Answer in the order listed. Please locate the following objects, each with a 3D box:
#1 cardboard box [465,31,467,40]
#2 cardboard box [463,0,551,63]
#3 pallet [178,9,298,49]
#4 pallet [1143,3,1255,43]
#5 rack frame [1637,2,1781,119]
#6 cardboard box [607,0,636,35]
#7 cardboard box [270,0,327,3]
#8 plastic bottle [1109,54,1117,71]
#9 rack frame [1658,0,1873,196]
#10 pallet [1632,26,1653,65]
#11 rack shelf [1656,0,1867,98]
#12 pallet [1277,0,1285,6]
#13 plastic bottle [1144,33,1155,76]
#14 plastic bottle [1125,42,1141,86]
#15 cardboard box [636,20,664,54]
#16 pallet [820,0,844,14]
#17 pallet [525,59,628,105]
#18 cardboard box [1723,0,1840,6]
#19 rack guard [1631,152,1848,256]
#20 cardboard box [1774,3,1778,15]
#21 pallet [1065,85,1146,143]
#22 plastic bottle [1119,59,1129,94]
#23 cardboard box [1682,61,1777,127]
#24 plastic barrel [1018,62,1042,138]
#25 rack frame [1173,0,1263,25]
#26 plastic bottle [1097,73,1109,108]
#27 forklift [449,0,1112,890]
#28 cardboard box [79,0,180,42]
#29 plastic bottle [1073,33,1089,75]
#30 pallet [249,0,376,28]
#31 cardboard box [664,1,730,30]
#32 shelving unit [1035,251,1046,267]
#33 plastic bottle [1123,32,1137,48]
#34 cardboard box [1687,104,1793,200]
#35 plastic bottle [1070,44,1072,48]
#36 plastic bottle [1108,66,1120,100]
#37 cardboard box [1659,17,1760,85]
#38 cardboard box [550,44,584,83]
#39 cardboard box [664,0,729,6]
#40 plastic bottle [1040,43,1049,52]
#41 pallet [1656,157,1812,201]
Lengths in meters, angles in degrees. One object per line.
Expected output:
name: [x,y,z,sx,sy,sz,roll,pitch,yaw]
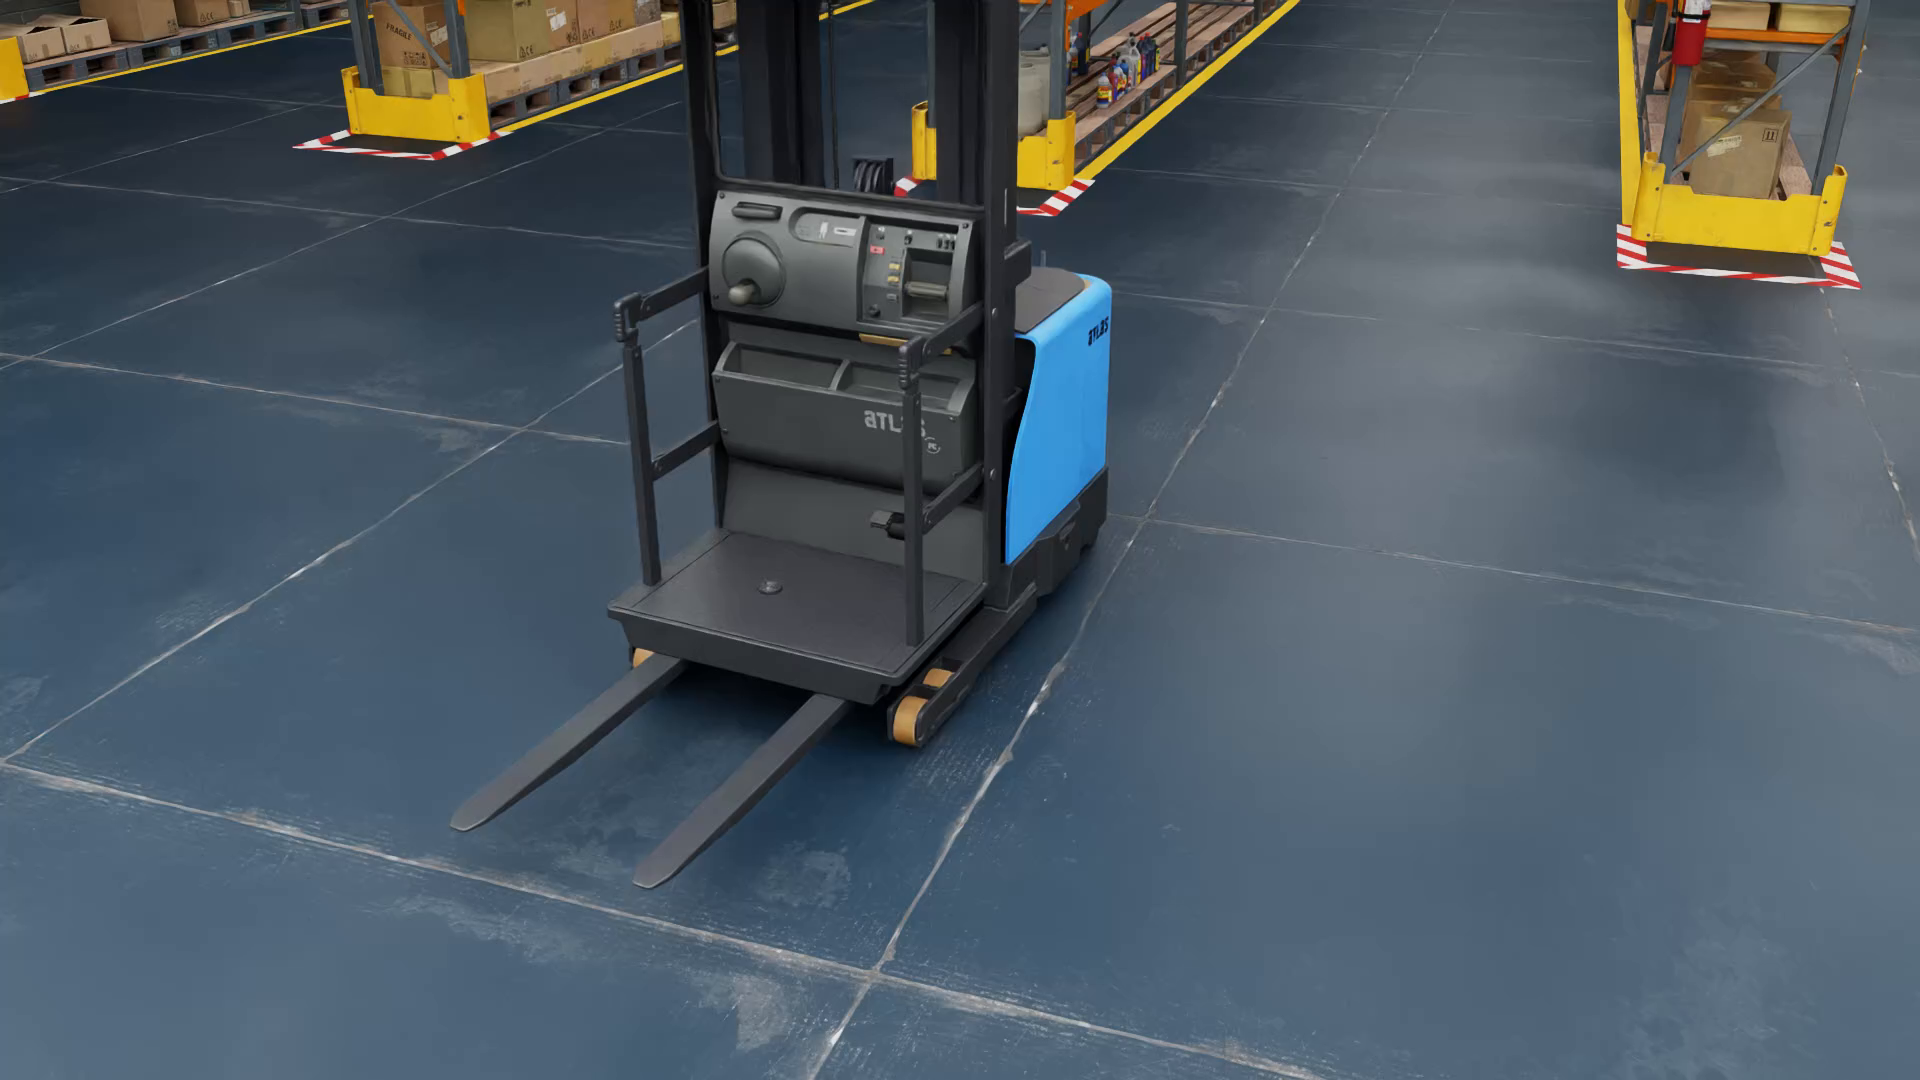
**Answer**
cardboard box: [-4.194,-4.652,14.729,0.500,0.500,0.500,9,27,17]
cardboard box: [-3.858,-4.369,14.145,0.500,0.500,0.500,9,27,17]
pallet: [-7.942,-5.511,17.890,1.003,0.211,1.213,9,27,17]
pallet: [2.627,-5.686,18.252,1.003,0.211,1.213,9,27,17]
rack frame: [6.261,-4.892,13.412,1.000,3.000,0.127,9,27,17]
cardboard box: [-3.368,-4.987,15.421,0.500,0.500,0.500,9,27,17]
cardboard box: [-7.523,-6.425,18.941,0.700,0.500,0.500,10,27,19]
plastic bottle: [1.318,-4.017,14.216,0.061,0.283,0.133,9,27,17]
rack frame: [4.930,-3.248,10.017,1.000,3.000,0.127,9,27,17]
pallet: [7.331,-4.960,16.752,1.003,0.211,1.213,9,27,17]
rack shelf: [5.595,-3.747,11.871,1.077,0.370,4.000,9,27,17]
pallet: [3.552,-6.829,20.612,1.003,0.211,1.213,9,27,17]
plastic bottle: [1.648,-4.310,14.744,0.144,0.351,0.185,8,27,16]
plastic bottle: [1.477,-4.098,14.307,0.144,0.351,0.185,9,27,17]
cardboard box: [-3.203,-4.855,16.010,0.500,0.250,0.500,9,27,17]
pallet: [-2.059,-6.386,19.698,1.003,0.211,1.213,9,27,17]
pallet: [-3.788,-4.252,15.289,1.003,0.211,1.213,9,27,17]
cardboard box: [5.139,-3.649,10.389,0.875,0.500,0.500,9,27,17]
rack guard: [4.955,-2.155,10.626,1.175,0.500,0.348,9,27,17]
cardboard box: [5.448,-3.418,10.656,0.380,0.149,0.250,9,27,17]
pallet: [0.923,-3.582,13.907,1.003,0.211,1.213,9,27,17]
plastic bottle: [1.371,-3.902,13.993,0.097,0.271,0.097,0,26,0]
cardboard box: [5.774,-3.295,12.499,0.500,0.500,0.500,6,27,13]
plastic barrel: [0.406,-3.317,12.533,0.421,0.512,0.421,0,26,0]
rack frame: [2.921,-7.254,18.291,1.000,3.000,0.127,9,27,17]
plastic bottle: [1.156,-3.637,13.445,0.097,0.271,0.097,0,26,0]
forklift: [-0.481,-0.865,5.174,1.130,2.935,3.031,11,28,22]
cardboard box: [-8.287,-5.276,16.569,0.700,0.500,0.500,7,27,14]
plastic bottle: [1.066,-4.324,14.773,0.144,0.351,0.185,9,27,17]
pallet: [-7.494,-6.112,19.132,1.003,0.211,1.213,9,27,17]
cardboard box: [-2.712,-5.412,17.158,0.500,0.250,0.500,8,27,16]
shelving unit: [0.205,-0.670,6.929,0.215,1.050,0.252,11,28,22]
plastic bottle: [1.512,-4.331,14.787,0.144,0.351,0.185,9,27,17]
cardboard box: [5.154,-2.567,10.995,0.500,0.500,0.500,14,29,27]
plastic bottle: [0.930,-4.345,14.816,0.144,0.351,0.185,10,27,19]
plastic bottle: [1.271,-3.777,13.736,0.097,0.271,0.097,0,26,0]
cardboard box: [6.486,-4.214,14.376,0.700,0.500,0.500,7,27,13]
cardboard box: [-3.693,-4.238,14.733,0.500,0.250,0.500,9,27,17]
cardboard box: [-2.707,-5.668,17.044,0.500,0.311,0.500,9,27,18]
plastic bottle: [0.726,-4.092,14.295,0.144,0.351,0.185,9,27,17]
pallet: [5.259,-2.353,11.368,1.003,0.211,1.213,9,27,17]
